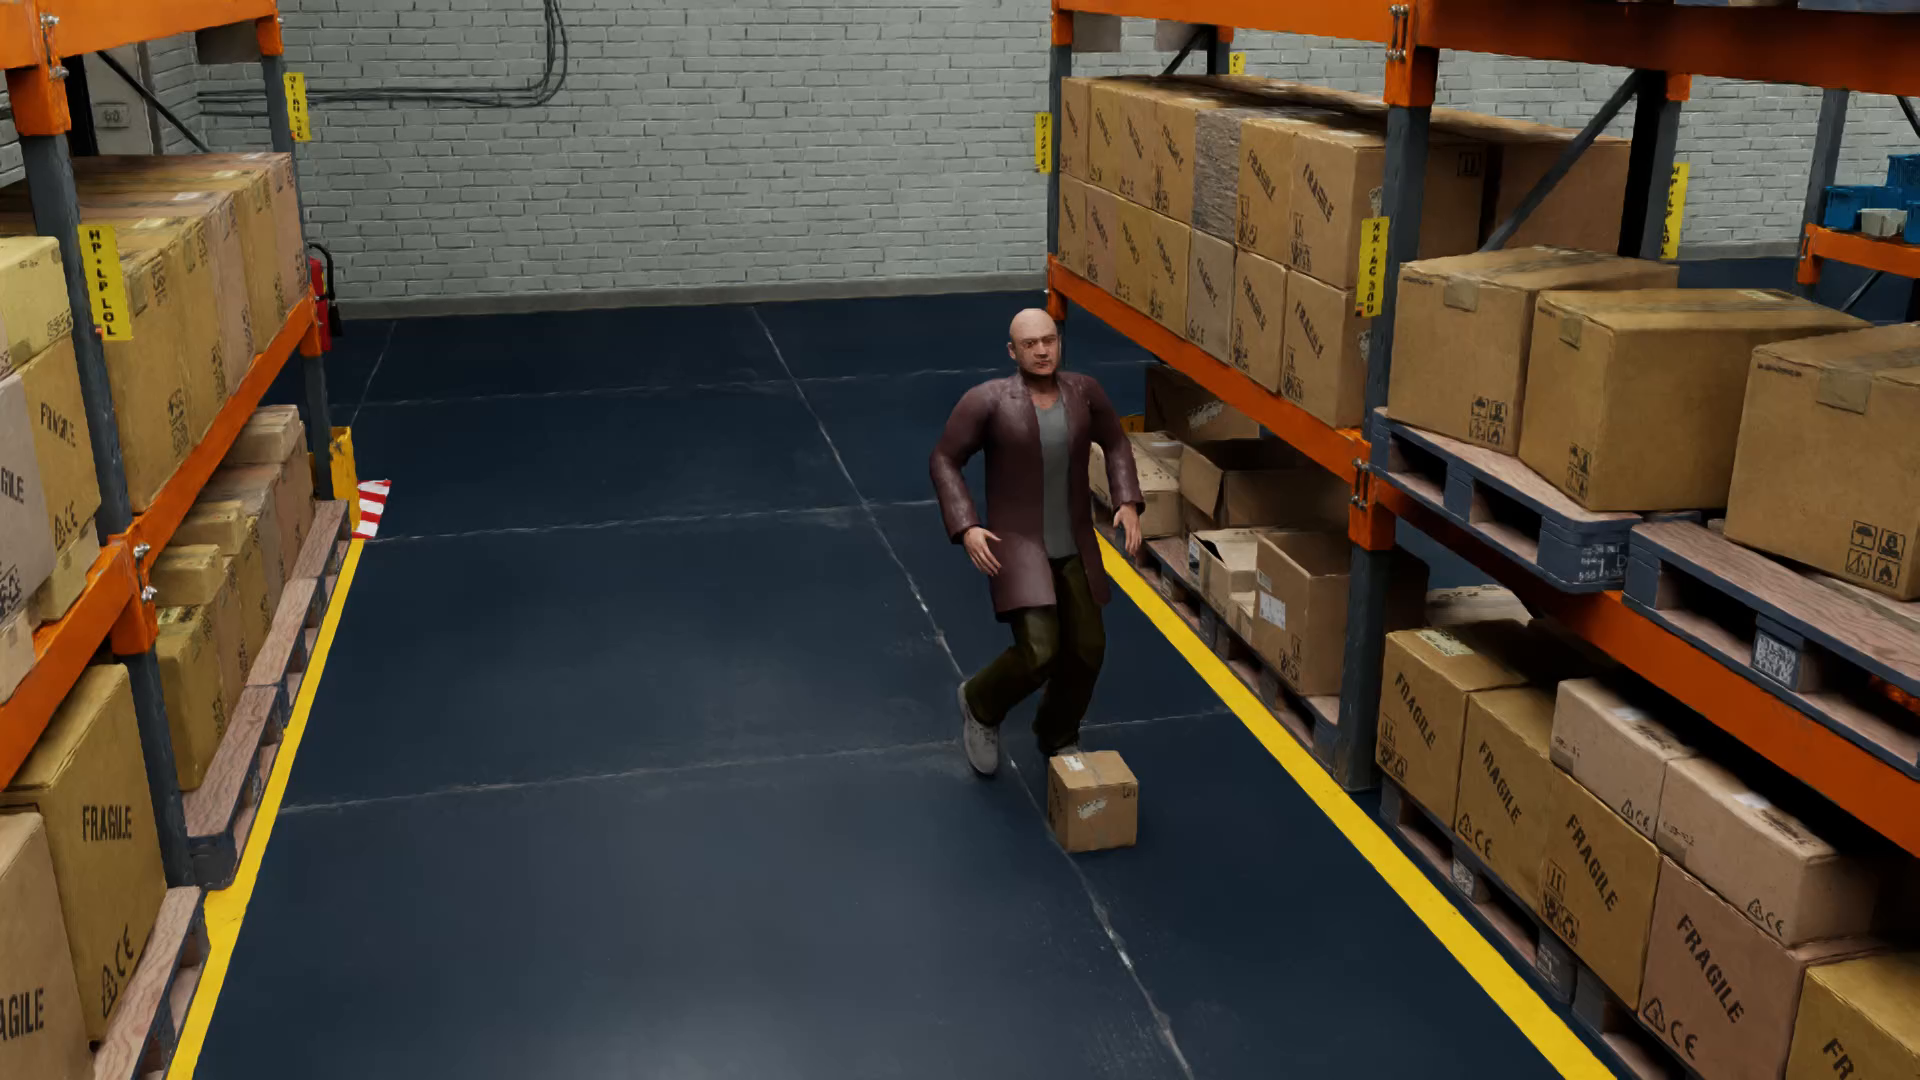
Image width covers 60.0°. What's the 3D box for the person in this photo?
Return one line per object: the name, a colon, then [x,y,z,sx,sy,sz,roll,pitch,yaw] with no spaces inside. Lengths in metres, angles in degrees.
person: [0.320,0.035,6.039,0.785,1.747,0.517,-10,22,-27]
